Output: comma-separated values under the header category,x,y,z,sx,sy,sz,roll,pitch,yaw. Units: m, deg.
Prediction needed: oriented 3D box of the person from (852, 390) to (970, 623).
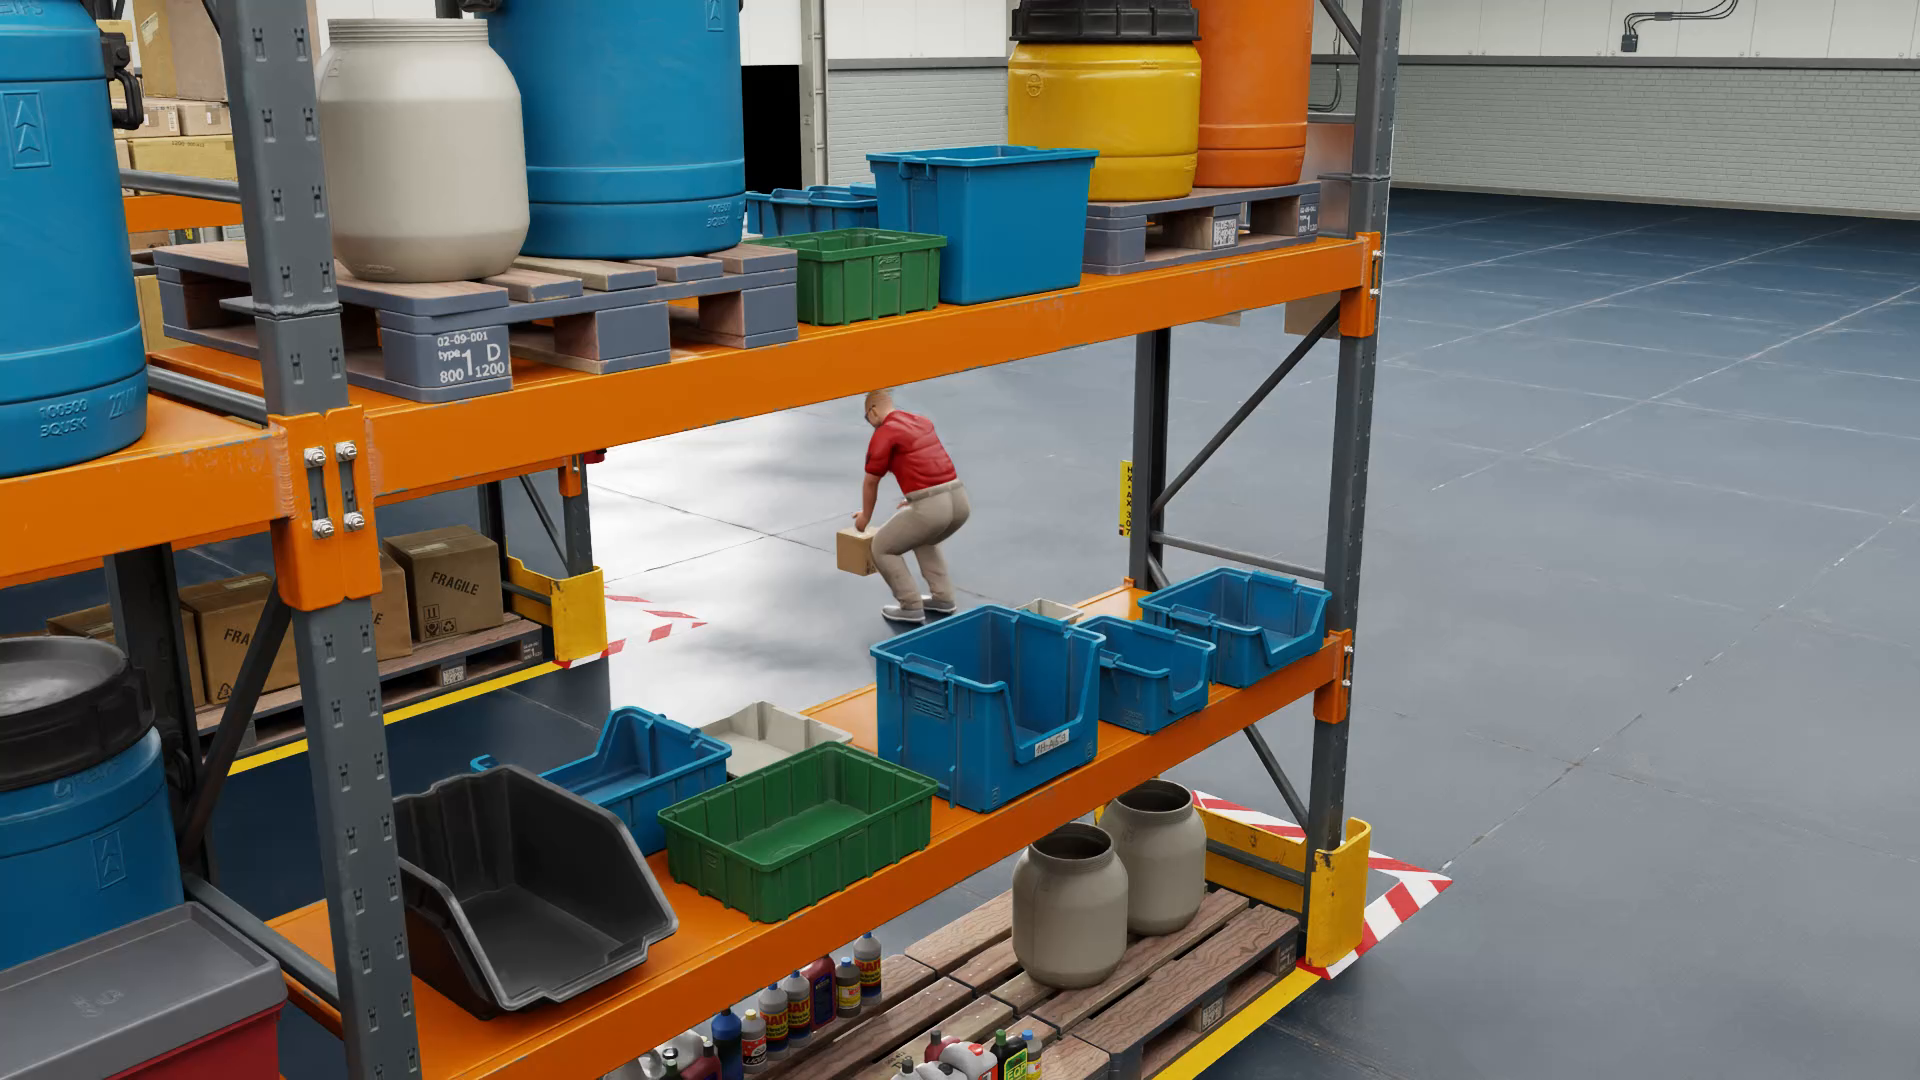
category,x,y,z,sx,sy,sz,roll,pitch,yaw
person,-0.306,-0.201,10.303,0.706,1.410,0.590,15,22,40
